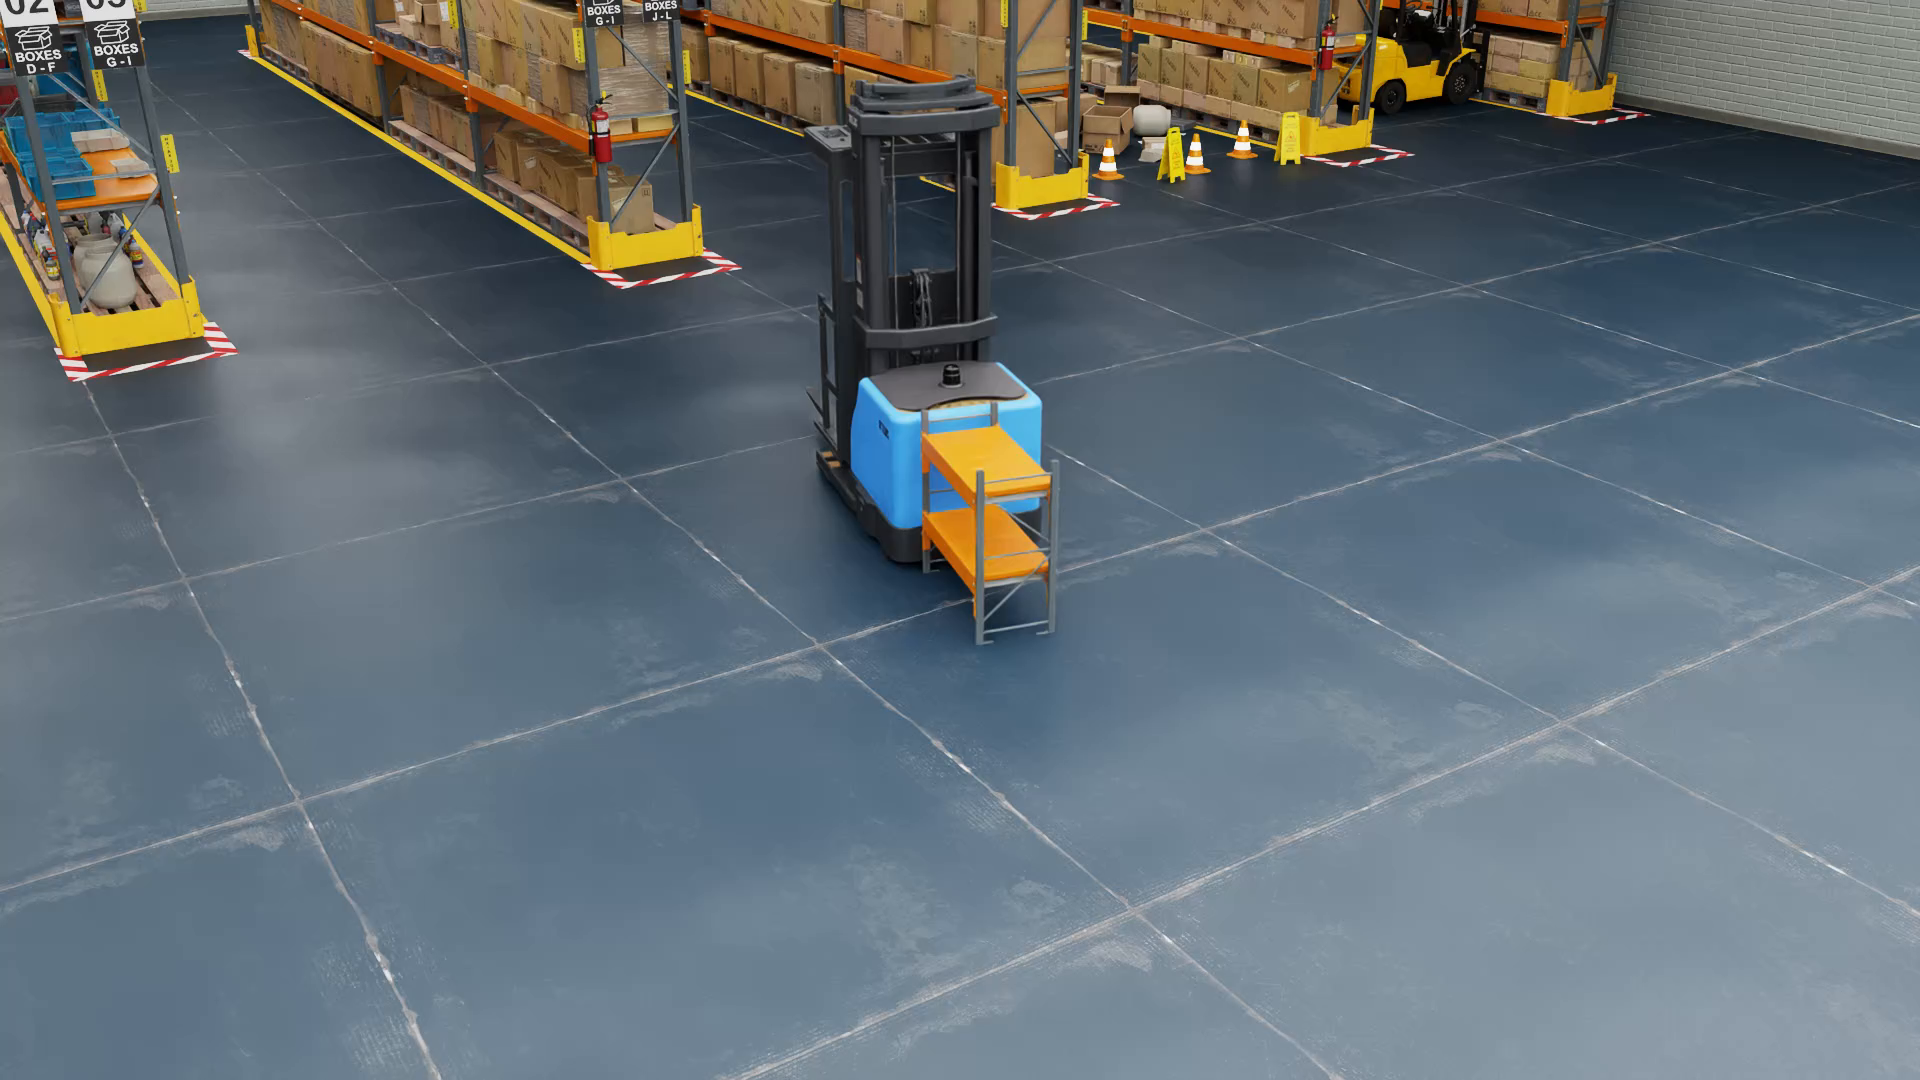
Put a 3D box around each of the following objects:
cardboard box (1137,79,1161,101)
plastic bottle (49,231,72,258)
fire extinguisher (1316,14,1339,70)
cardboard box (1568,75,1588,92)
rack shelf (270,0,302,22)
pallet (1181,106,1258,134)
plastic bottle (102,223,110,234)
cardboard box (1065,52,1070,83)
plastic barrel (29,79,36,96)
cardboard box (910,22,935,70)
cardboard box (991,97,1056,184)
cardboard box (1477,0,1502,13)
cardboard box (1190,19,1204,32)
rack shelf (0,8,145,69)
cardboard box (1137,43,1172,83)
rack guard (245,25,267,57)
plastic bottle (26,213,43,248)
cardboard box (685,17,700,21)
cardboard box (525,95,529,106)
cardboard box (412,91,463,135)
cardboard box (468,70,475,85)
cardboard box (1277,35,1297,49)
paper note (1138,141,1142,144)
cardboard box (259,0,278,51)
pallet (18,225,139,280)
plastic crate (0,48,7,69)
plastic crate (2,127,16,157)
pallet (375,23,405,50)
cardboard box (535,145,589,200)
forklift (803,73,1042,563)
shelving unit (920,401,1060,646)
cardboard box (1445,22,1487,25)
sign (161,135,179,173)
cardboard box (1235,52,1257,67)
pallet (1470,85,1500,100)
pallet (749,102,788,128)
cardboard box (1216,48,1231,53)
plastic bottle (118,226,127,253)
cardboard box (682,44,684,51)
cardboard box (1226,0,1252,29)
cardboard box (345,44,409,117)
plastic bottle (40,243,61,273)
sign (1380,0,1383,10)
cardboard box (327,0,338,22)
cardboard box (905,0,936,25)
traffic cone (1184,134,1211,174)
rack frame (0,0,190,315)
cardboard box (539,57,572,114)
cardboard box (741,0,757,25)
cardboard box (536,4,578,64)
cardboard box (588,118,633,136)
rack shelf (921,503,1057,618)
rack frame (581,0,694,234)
[{"bbox_3d":[2.968,-6.702,24.663,0.500,0.250,0.500,-17,30,-32],"label":"cardboard box"},{"bbox_3d":[-9.042,-2.972,16.707,0.152,0.276,0.135,-16,29,-30],"label":"plastic bottle"},{"bbox_3d":[4.732,-6.416,21.417,0.296,0.674,0.183,-16,29,-30],"label":"fire extinguisher"},{"bbox_3d":[9.109,-6.925,25.134,0.500,0.250,0.500,-15,29,-29],"label":"cardboard box"},{"bbox_3d":[-10.890,-8.972,27.584,1.077,0.370,4.000,-16,29,-30],"label":"rack shelf"},{"bbox_3d":[3.939,-6.100,23.924,1.003,0.211,1.213,-16,29,-30],"label":"pallet"},{"bbox_3d":[-8.710,-3.105,16.980,0.061,0.283,0.133,-16,29,-30],"label":"plastic bottle"},{"bbox_3d":[1.397,-6.816,24.216,0.500,0.500,0.500,-16,29,-30],"label":"cardboard box"},{"bbox_3d":[-10.175,-5.013,18.516,0.301,0.262,0.301,0,25,0],"label":"plastic barrel"},{"bbox_3d":[-0.120,-6.200,20.695,0.875,0.550,0.500,-16,29,-30],"label":"cardboard box"},{"bbox_3d":[0.538,-4.865,20.040,0.875,0.875,0.875,-15,29,-29],"label":"cardboard box"},{"bbox_3d":[8.169,-8.288,25.176,0.500,0.500,0.500,-16,30,-31],"label":"cardboard box"},{"bbox_3d":[3.466,-7.269,23.428,0.380,0.149,0.250,-15,29,-29],"label":"cardboard box"},{"bbox_3d":[-8.489,-4.882,15.406,1.077,0.370,4.000,-16,29,-30],"label":"rack shelf"},{"bbox_3d":[2.968,-7.041,24.502,0.500,0.500,0.500,-14,29,-27],"label":"cardboard box"},{"bbox_3d":[-11.995,-8.891,29.497,1.175,0.500,0.348,-16,29,-30],"label":"rack guard"},{"bbox_3d":[-9.488,-3.182,17.063,0.144,0.351,0.185,-15,29,-28],"label":"plastic bottle"},{"bbox_3d":[-4.113,-8.334,26.947,0.500,0.250,0.500,-15,29,-29],"label":"cardboard box"},{"bbox_3d":[-4.561,-4.847,18.299,0.380,0.149,0.250,-16,29,-30],"label":"cardboard box"},{"bbox_3d":[-6.918,-5.789,22.412,0.700,0.500,0.500,-18,31,-34],"label":"cardboard box"},{"bbox_3d":[-5.565,-5.460,19.596,0.380,0.149,0.250,-16,29,-30],"label":"cardboard box"},{"bbox_3d":[4.441,-6.634,22.083,0.380,0.149,0.250,-16,30,-30],"label":"cardboard box"},{"bbox_3d":[2.534,-5.464,22.802,0.148,0.019,0.142,-6,26,-12],"label":"paper note"},{"bbox_3d":[-11.565,-9.031,28.864,0.875,0.875,0.875,-16,29,-30],"label":"cardboard box"},{"bbox_3d":[-9.249,-3.055,17.474,1.003,0.211,1.213,-16,29,-30],"label":"pallet"},{"bbox_3d":[-11.138,-5.376,19.050,0.402,0.464,0.583,-16,29,-30],"label":"plastic crate"},{"bbox_3d":[-9.076,-3.919,16.286,0.450,0.188,0.662,-16,29,-30],"label":"plastic crate"},{"bbox_3d":[-7.136,-6.834,22.438,1.213,0.211,1.003,-16,29,-30],"label":"pallet"},{"bbox_3d":[-4.522,-4.220,19.113,0.500,0.500,0.500,-19,31,-34],"label":"cardboard box"},{"bbox_3d":[-0.420,-1.785,11.598,1.130,2.935,3.031,-8,27,-17],"label":"forklift"},{"bbox_3d":[0.165,-0.121,10.190,0.538,1.125,1.048,-8,27,-17],"label":"shelving unit"},{"bbox_3d":[8.014,-8.094,26.439,0.500,0.250,0.500,-15,29,-29],"label":"cardboard box"},{"bbox_3d":[-6.934,-3.387,14.587,0.100,0.325,0.005,-16,29,-30],"label":"sign"},{"bbox_3d":[4.009,-6.610,22.829,0.380,0.149,0.250,-15,29,-29],"label":"cardboard box"},{"bbox_3d":[8.098,-7.196,26.246,1.003,0.211,1.213,-16,29,-30],"label":"pallet"},{"bbox_3d":[-2.374,-6.274,24.293,1.003,0.211,1.213,-16,29,-30],"label":"pallet"},{"bbox_3d":[3.979,-6.802,23.996,0.500,0.500,0.500,-14,29,-27],"label":"cardboard box"},{"bbox_3d":[-8.478,-3.052,16.883,0.097,0.271,0.097,0,25,0],"label":"plastic bottle"},{"bbox_3d":[-4.262,-7.691,26.465,0.500,0.500,0.500,-14,29,-28],"label":"cardboard box"},{"bbox_3d":[3.989,-7.269,22.668,0.500,0.500,0.500,-16,29,-30],"label":"cardboard box"},{"bbox_3d":[-7.974,-6.632,23.781,1.225,0.875,0.875,-17,30,-32],"label":"cardboard box"},{"bbox_3d":[-8.881,-2.754,16.245,0.152,0.276,0.135,-15,29,-29],"label":"plastic bottle"},{"bbox_3d":[5.511,-7.117,21.798,0.100,0.325,0.005,-16,29,-30],"label":"sign"},{"bbox_3d":[-8.922,-7.862,24.273,0.500,0.500,0.500,-15,29,-29],"label":"cardboard box"},{"bbox_3d":[-0.174,-6.674,20.432,0.875,0.550,0.500,-16,29,-30],"label":"cardboard box"},{"bbox_3d":[2.996,-4.925,21.140,0.336,0.463,0.334,-16,29,-30],"label":"traffic cone"},{"bbox_3d":[-7.397,-3.135,14.378,1.000,3.000,0.127,-16,29,-30],"label":"rack frame"},{"bbox_3d":[-3.898,-4.823,17.488,0.875,0.500,0.500,-16,29,-30],"label":"cardboard box"},{"bbox_3d":[-2.830,-7.731,23.995,0.500,0.500,0.500,-16,29,-30],"label":"cardboard box"},{"bbox_3d":[-4.032,-5.238,17.195,0.500,0.500,0.500,-16,29,-30],"label":"cardboard box"},{"bbox_3d":[-3.576,-4.230,16.990,0.380,0.149,0.250,-16,29,-30],"label":"cardboard box"},{"bbox_3d":[0.165,0.100,10.294,0.538,0.278,1.000,-8,27,-17],"label":"rack shelf"},{"bbox_3d":[-3.247,-4.289,16.823,1.000,3.000,0.127,-16,29,-30],"label":"rack frame"}]
